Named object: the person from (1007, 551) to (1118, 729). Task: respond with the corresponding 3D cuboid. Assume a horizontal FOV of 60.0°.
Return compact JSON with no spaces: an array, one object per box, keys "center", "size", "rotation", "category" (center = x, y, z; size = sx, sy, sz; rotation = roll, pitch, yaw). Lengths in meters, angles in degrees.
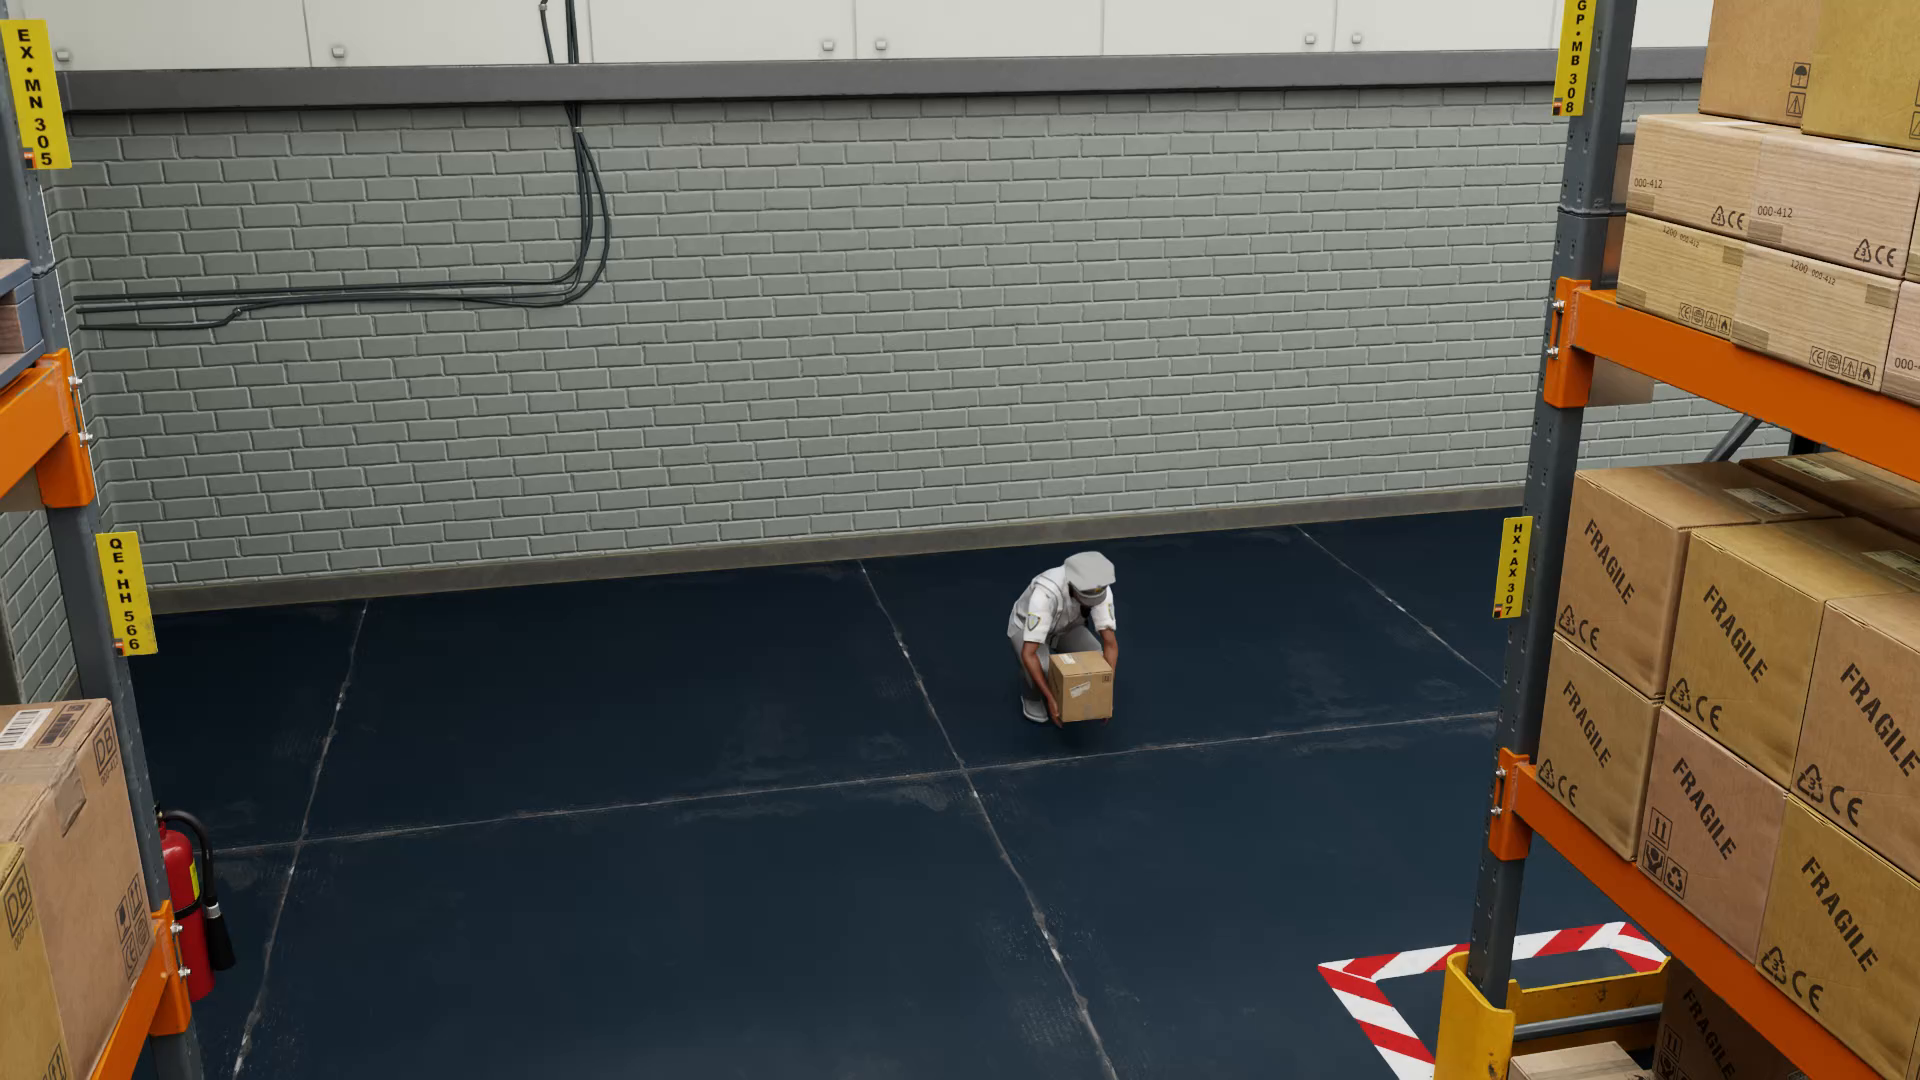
[{"center":[0.508,0.464,8.349],"size":[0.502,0.957,0.834],"rotation":[-5,20,-13],"category":"person"}]
